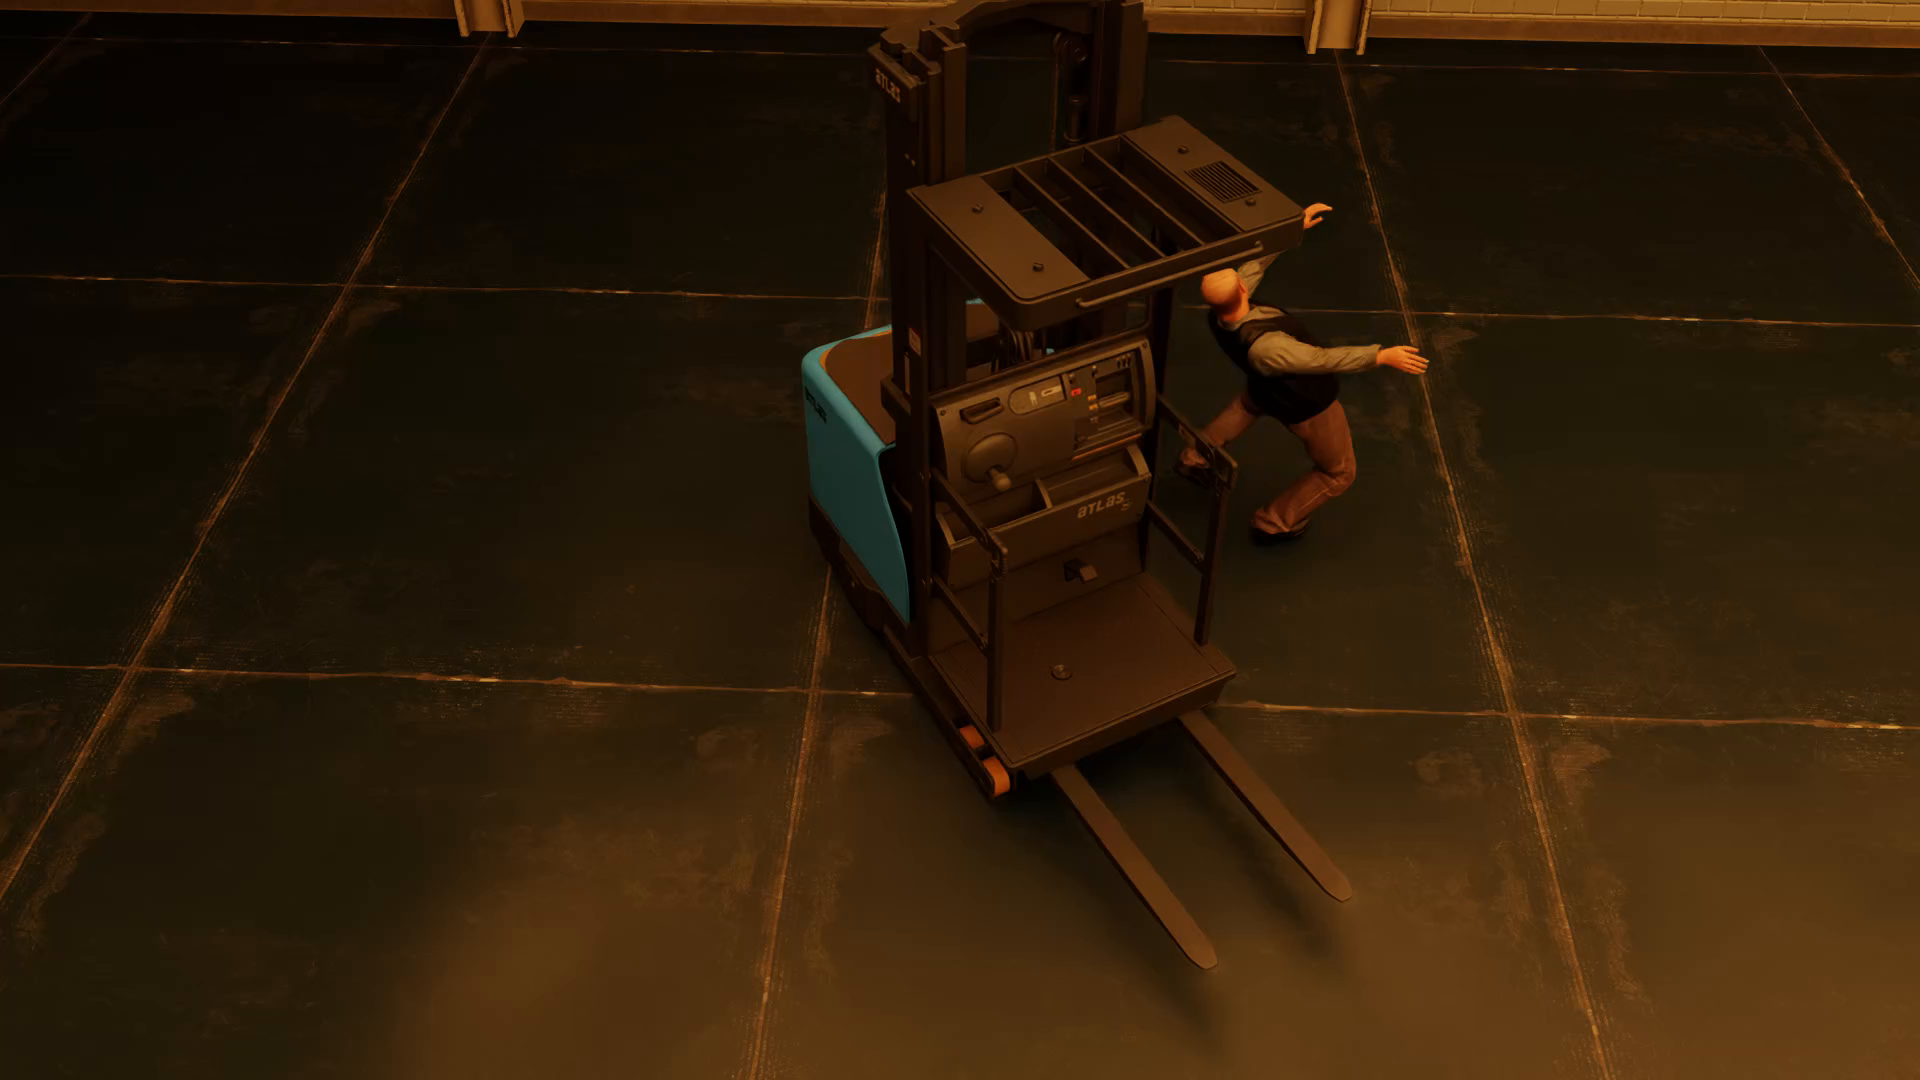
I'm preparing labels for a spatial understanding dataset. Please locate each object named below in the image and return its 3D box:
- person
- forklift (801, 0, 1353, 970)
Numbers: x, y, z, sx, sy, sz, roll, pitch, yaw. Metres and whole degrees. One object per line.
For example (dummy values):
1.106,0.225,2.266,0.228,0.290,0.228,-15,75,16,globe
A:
1.479,-0.607,7.394,0.665,1.549,1.046,-24,48,-24,person
0.440,-0.392,6.171,1.130,2.935,3.031,-20,46,-21,forklift
